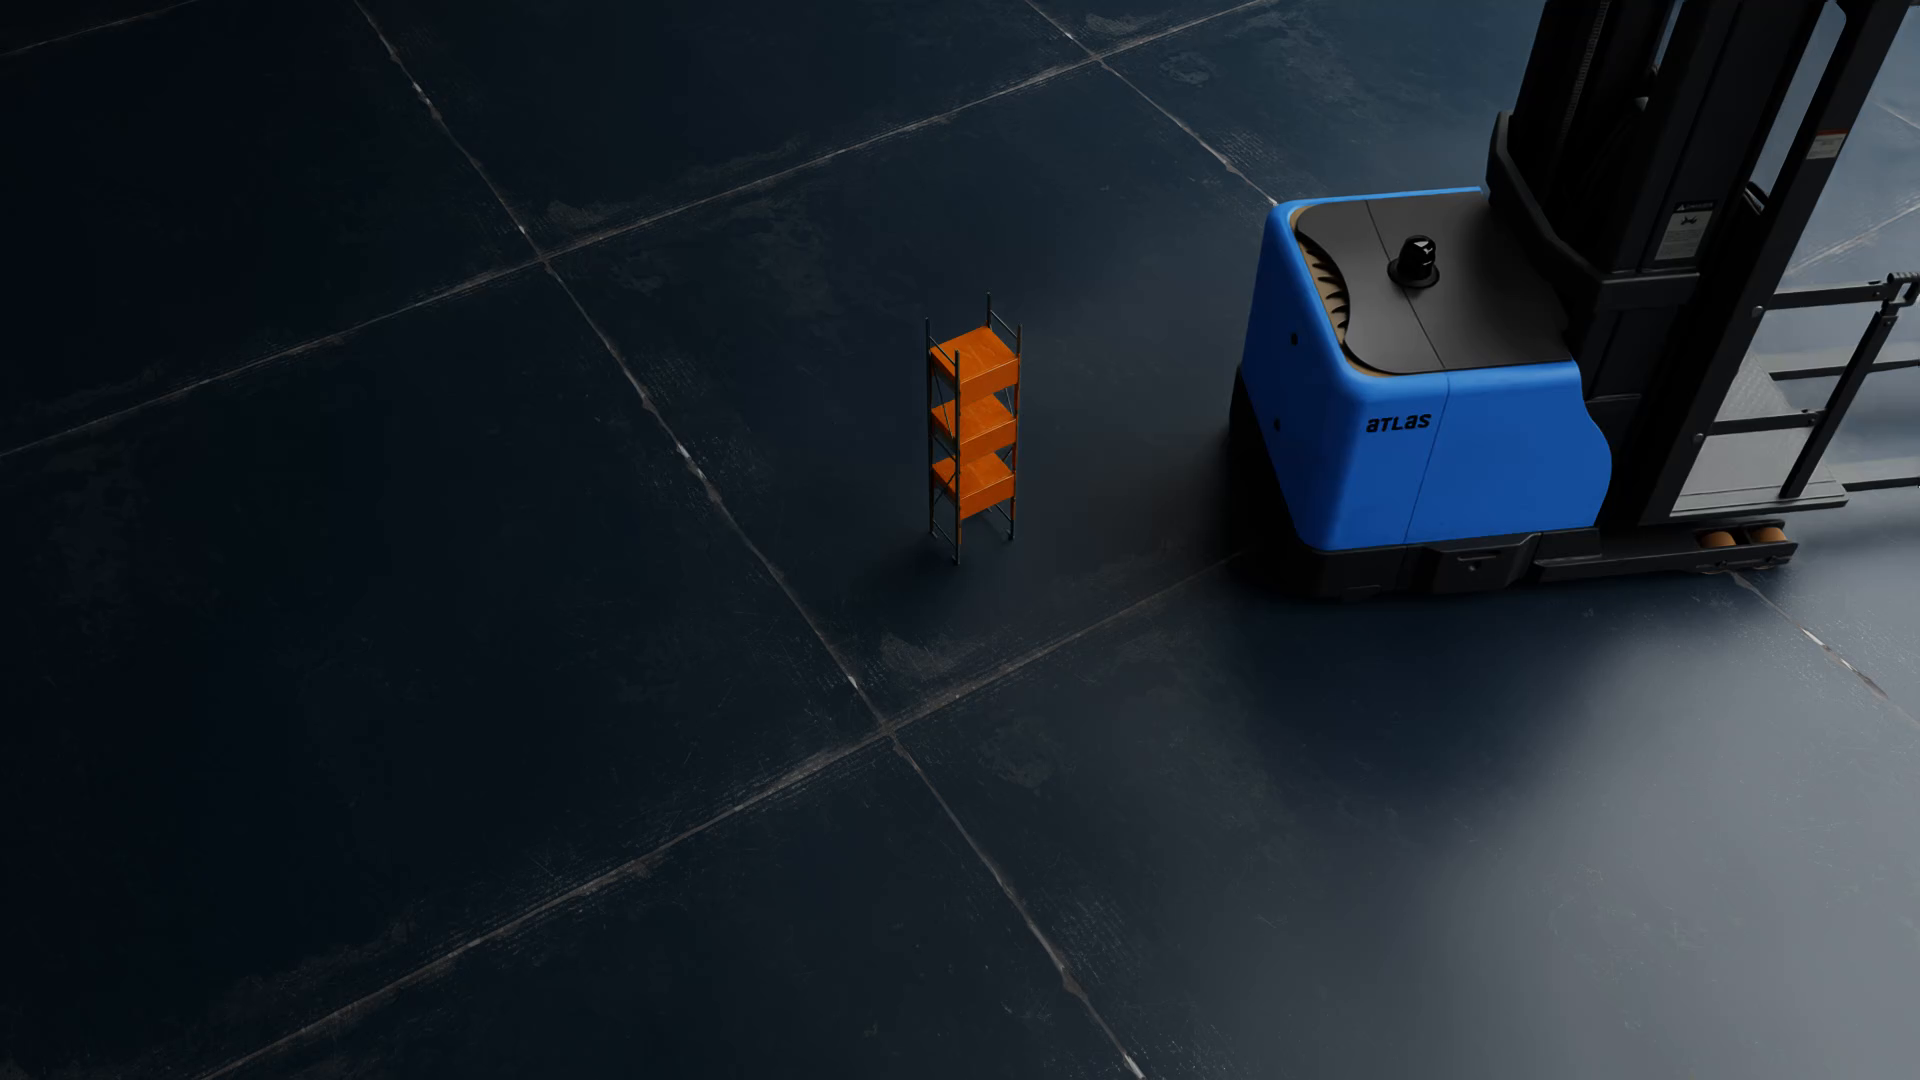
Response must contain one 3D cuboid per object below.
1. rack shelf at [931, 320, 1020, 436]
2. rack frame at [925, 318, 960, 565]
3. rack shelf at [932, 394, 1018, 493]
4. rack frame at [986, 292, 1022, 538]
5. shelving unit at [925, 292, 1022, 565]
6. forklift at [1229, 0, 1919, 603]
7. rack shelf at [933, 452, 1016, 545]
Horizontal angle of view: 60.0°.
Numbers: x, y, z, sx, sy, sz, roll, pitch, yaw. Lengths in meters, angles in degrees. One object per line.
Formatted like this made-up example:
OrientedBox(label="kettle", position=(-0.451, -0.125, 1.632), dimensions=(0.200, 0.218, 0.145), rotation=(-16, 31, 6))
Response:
OrientedBox(label="rack shelf", position=(0.045, -0.552, 5.673), dimensions=(0.240, 0.259, 0.215), rotation=(-25, 53, -21))
OrientedBox(label="rack frame", position=(-0.058, -0.322, 5.834), dimensions=(0.008, 1.050, 0.200), rotation=(-25, 53, -21))
OrientedBox(label="rack shelf", position=(0.045, -0.363, 5.885), dimensions=(0.240, 0.259, 0.215), rotation=(-25, 53, -21))
OrientedBox(label="rack frame", position=(0.148, -0.419, 5.920), dimensions=(0.008, 1.050, 0.200), rotation=(-25, 53, -21))
OrientedBox(label="shelving unit", position=(0.045, -0.370, 5.877), dimensions=(0.252, 1.050, 0.215), rotation=(-25, 53, -21))
OrientedBox(label="forklift", position=(2.624, -1.237, 5.389), dimensions=(3.031, 2.935, 1.130), rotation=(-5, 49, -5))
OrientedBox(label="rack shelf", position=(0.045, -0.179, 6.092), dimensions=(0.240, 0.259, 0.215), rotation=(-25, 53, -21))
